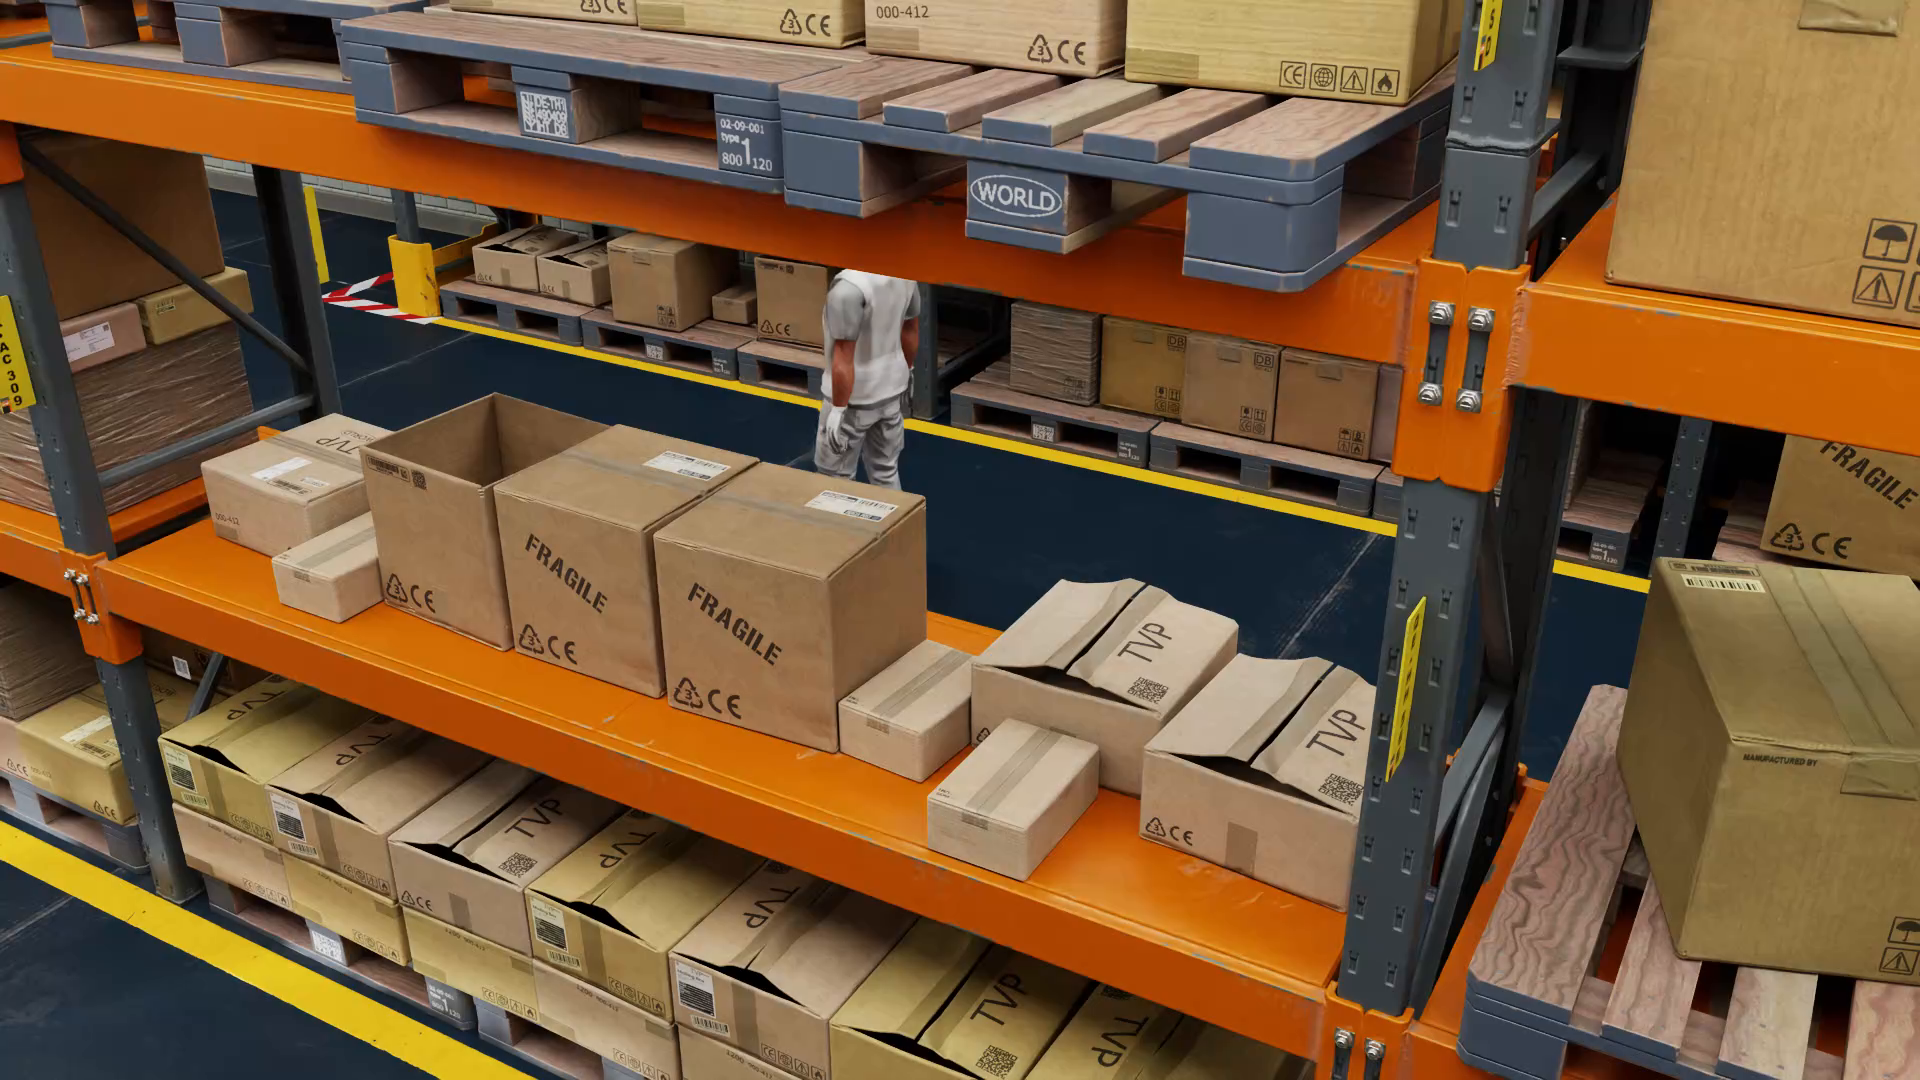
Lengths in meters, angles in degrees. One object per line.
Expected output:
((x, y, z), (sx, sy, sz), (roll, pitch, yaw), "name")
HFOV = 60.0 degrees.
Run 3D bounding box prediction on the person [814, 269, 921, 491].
((-0.427, -0.627, 7.345), (0.397, 1.819, 0.681), (21, 33, 35), "person")
